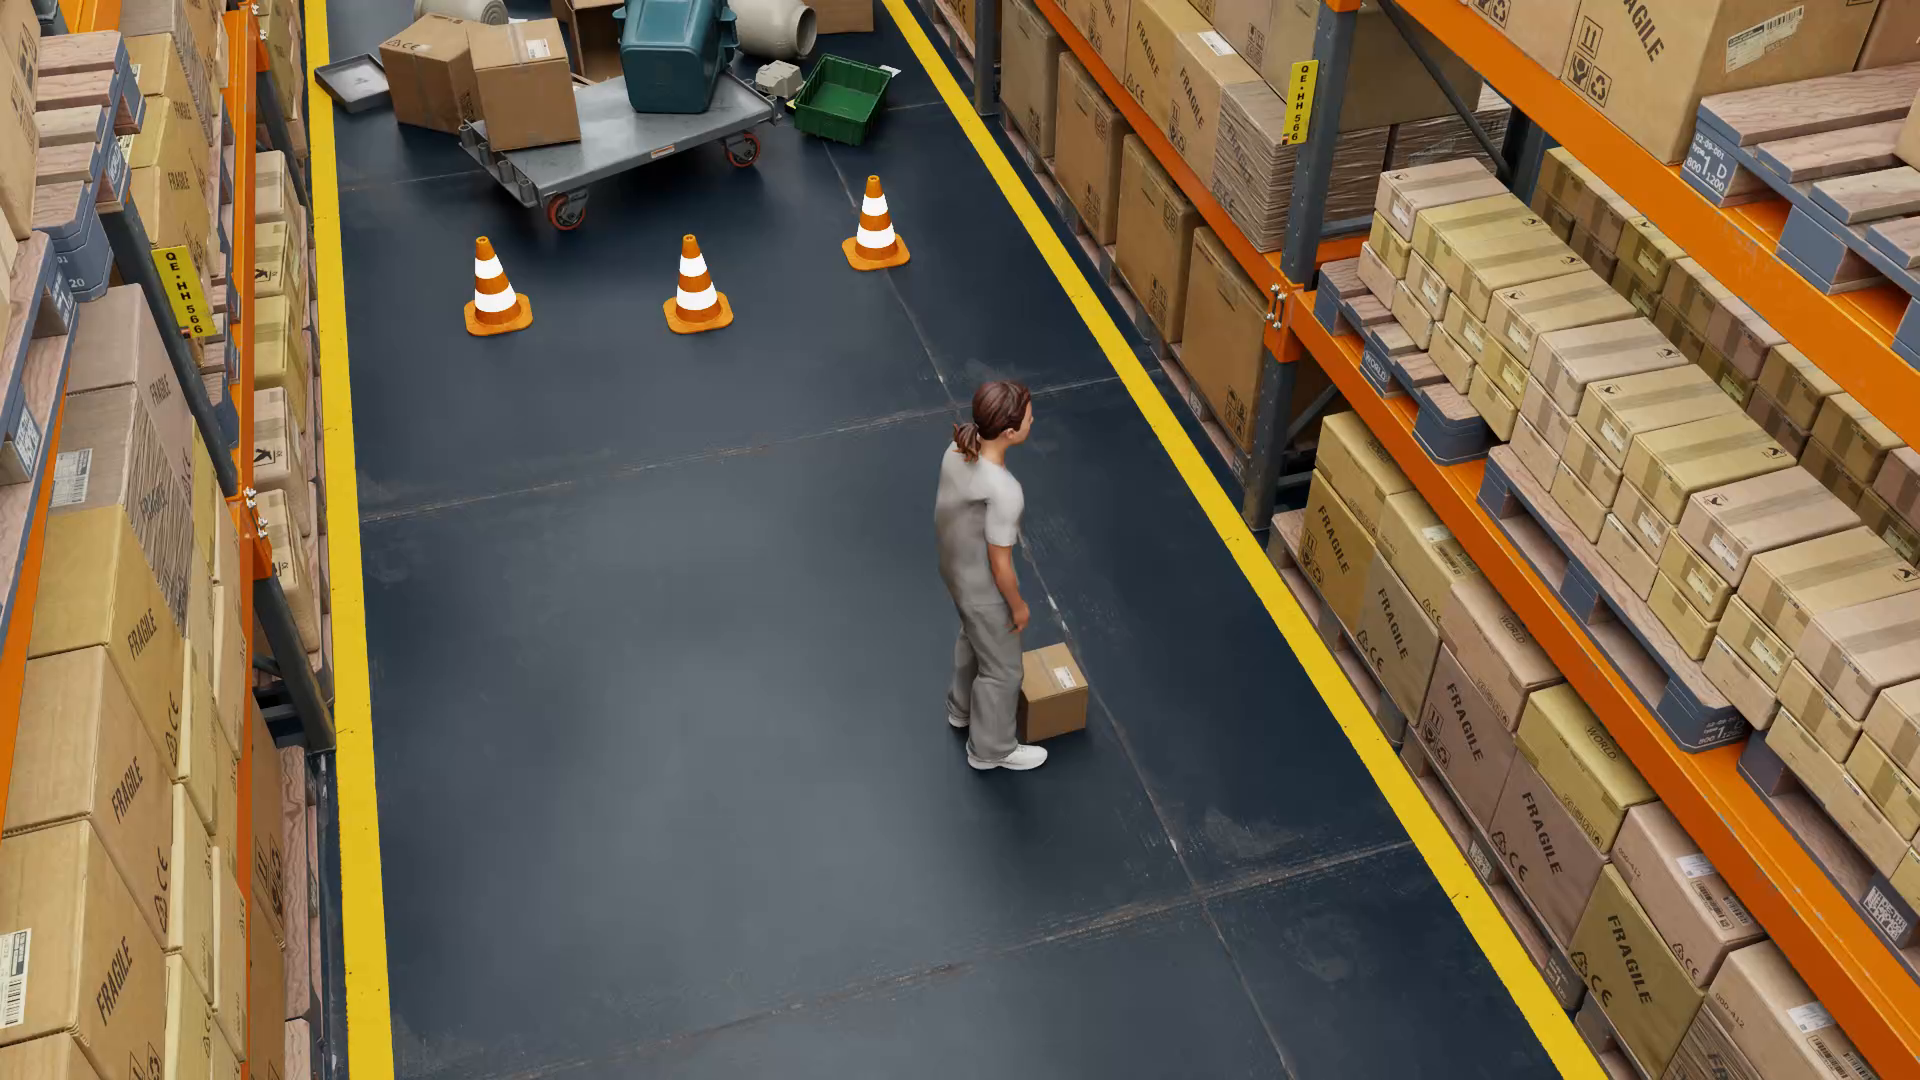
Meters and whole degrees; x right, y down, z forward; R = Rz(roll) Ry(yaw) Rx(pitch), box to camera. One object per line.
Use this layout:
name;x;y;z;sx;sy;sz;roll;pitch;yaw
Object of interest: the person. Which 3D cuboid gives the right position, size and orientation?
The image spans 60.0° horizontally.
person;0.105;0.132;6.017;0.356;1.672;0.514;-14;44;-15
